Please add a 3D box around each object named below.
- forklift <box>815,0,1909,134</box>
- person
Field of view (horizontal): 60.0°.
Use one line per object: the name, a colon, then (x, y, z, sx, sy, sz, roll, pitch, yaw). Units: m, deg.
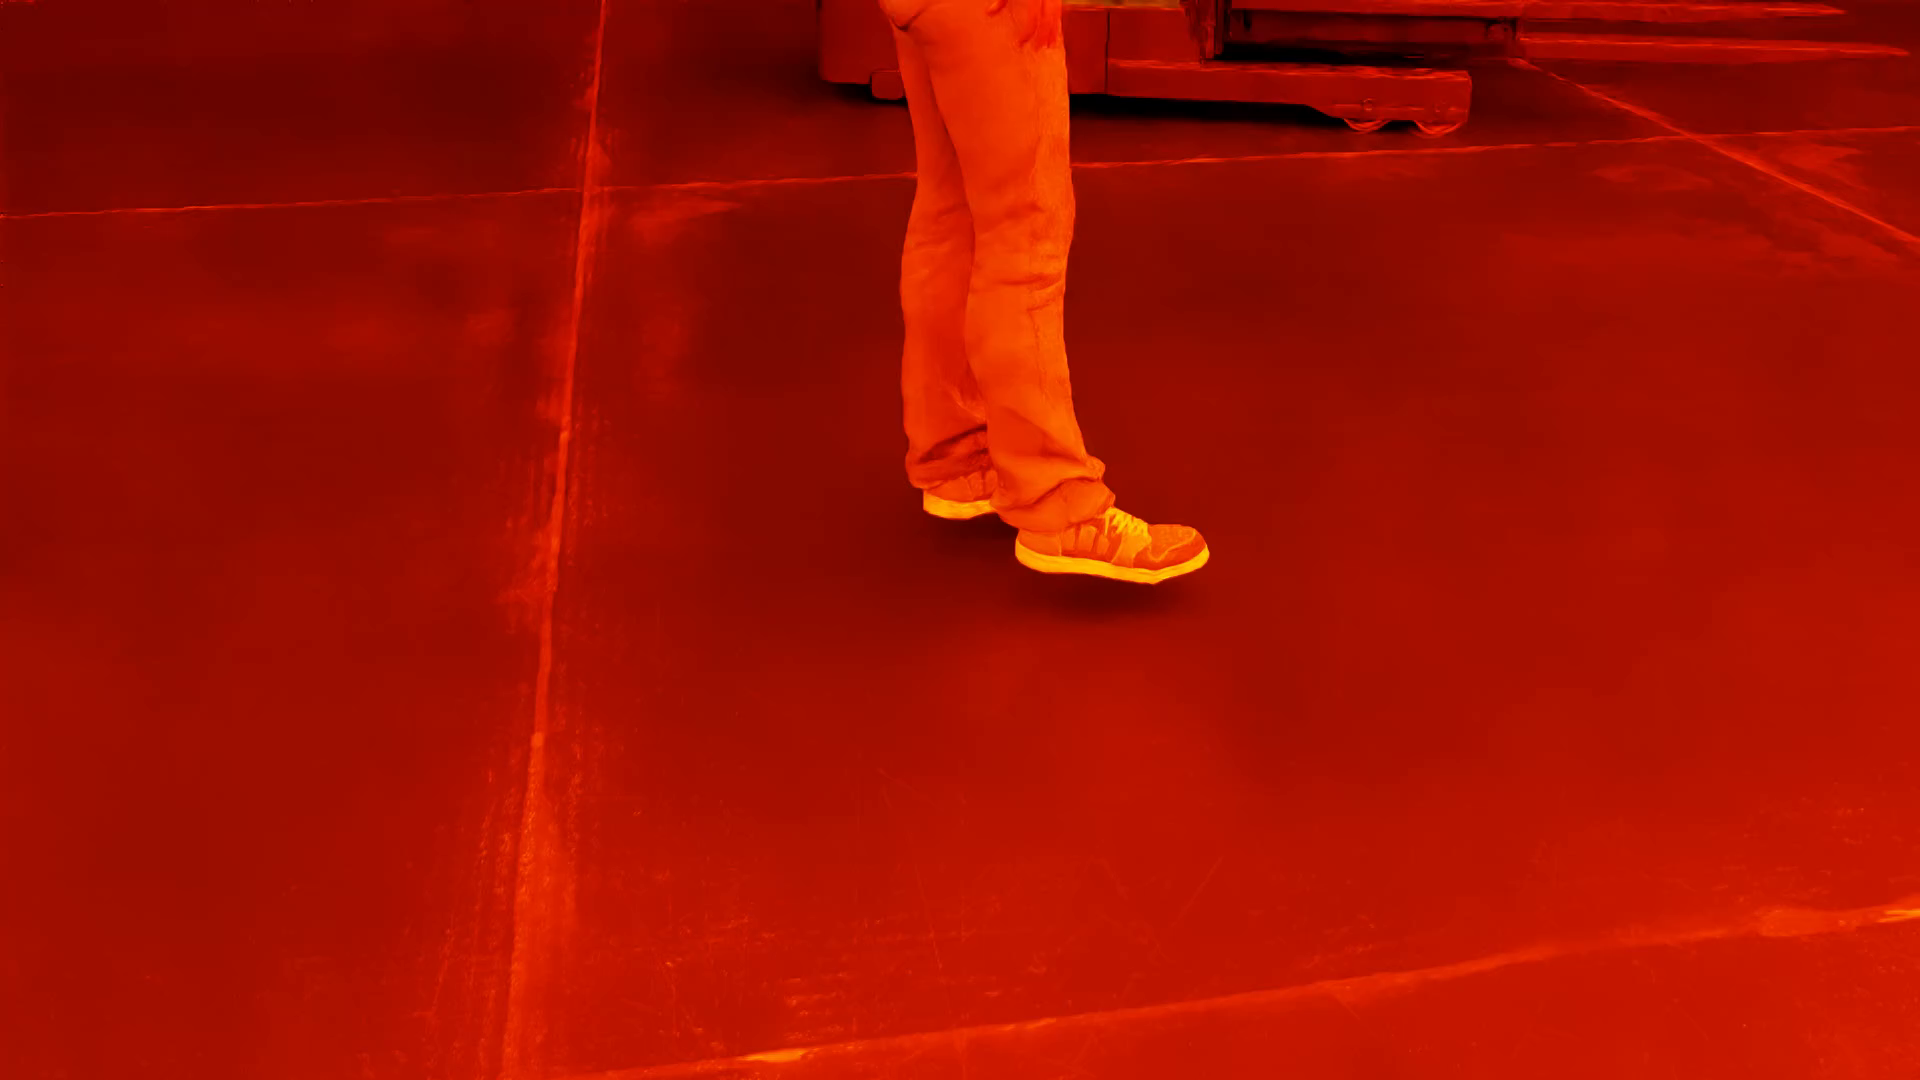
forklift: (1.144, -2.695, 4.452, 3.031, 2.935, 1.130, 5, 28, 9)
person: (0.074, -0.746, 2.103, 0.476, 1.596, 0.521, -5, 28, -9)
